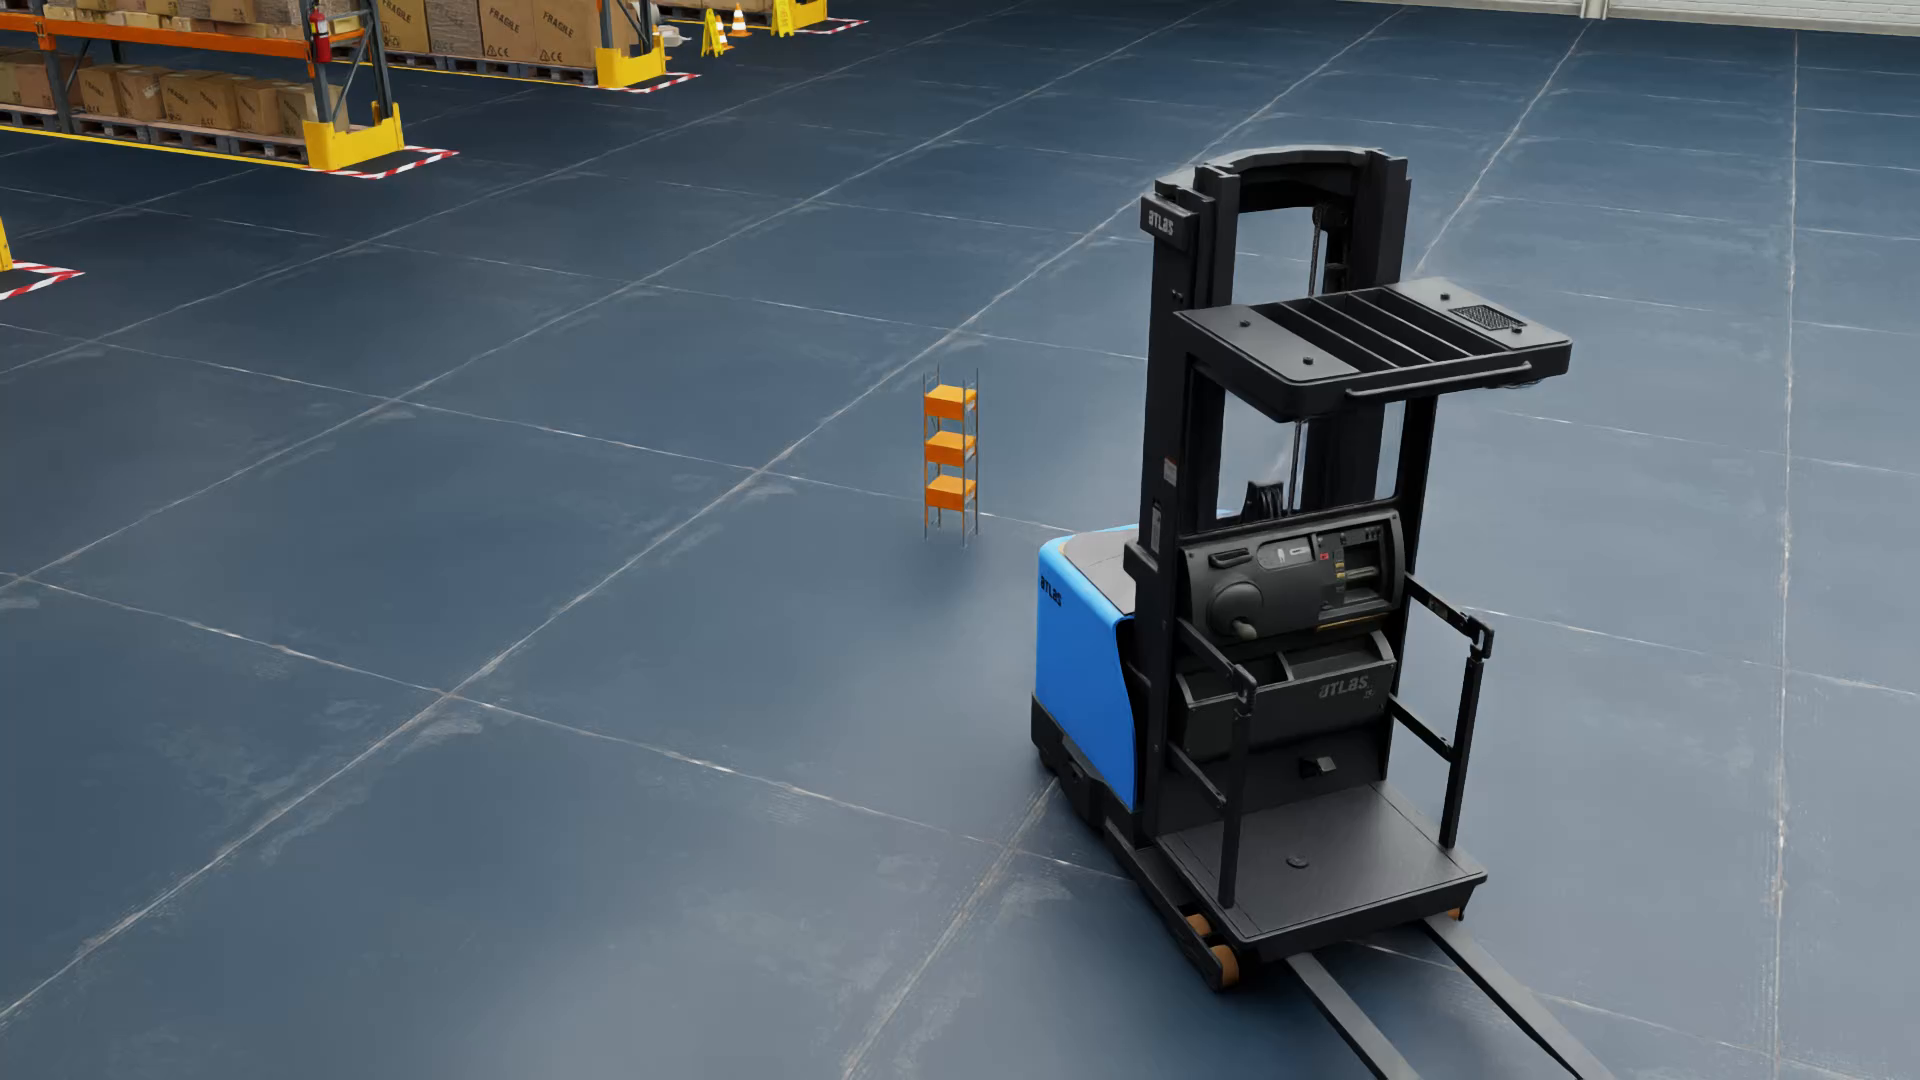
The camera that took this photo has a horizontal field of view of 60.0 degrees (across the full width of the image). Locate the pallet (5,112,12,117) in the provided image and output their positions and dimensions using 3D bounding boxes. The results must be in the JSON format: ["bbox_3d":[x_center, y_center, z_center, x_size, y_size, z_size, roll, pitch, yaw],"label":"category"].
[{"bbox_3d":[-12.014,-5.381,20.440,1.213,0.211,1.003,11,28,22],"label":"pallet"}]

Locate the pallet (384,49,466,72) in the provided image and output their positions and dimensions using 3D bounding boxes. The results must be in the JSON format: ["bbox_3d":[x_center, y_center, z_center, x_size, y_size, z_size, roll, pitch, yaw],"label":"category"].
[{"bbox_3d":[-7.385,-6.822,23.367,1.213,0.211,1.003,11,28,22],"label":"pallet"}]

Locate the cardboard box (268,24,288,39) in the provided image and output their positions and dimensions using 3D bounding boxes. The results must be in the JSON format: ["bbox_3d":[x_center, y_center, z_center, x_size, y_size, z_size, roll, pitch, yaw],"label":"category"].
[{"bbox_3d":[-7.121,-5.439,17.685,0.250,0.149,0.380,11,28,22],"label":"cardboard box"}]

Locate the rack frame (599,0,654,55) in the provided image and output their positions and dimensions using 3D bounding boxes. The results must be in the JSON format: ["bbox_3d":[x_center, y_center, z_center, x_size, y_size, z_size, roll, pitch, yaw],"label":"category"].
[{"bbox_3d":[-4.404,-7.512,21.612,0.127,3.000,1.000,11,28,22],"label":"rack frame"}]

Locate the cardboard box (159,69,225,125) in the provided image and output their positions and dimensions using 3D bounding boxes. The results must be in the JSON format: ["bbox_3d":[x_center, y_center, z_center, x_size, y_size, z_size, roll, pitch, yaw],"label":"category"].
[{"bbox_3d":[-8.720,-5.062,18.989,0.500,0.500,0.500,9,28,17],"label":"cardboard box"}]

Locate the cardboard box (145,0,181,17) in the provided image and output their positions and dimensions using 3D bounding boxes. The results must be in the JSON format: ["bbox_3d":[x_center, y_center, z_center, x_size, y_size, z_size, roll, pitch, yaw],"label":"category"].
[{"bbox_3d":[-8.431,-6.074,18.242,0.500,0.500,0.875,11,28,22],"label":"cardboard box"}]

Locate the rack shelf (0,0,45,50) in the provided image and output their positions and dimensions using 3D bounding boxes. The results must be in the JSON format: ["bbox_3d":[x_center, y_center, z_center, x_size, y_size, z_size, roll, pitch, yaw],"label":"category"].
[{"bbox_3d":[-12.011,-6.310,19.986,4.000,0.370,1.077,11,28,22],"label":"rack shelf"}]

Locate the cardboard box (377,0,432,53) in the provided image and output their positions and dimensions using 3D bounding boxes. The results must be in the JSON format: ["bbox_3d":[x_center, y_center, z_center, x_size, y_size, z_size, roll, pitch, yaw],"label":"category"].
[{"bbox_3d":[-7.501,-7.335,23.183,0.875,0.875,0.875,12,29,23],"label":"cardboard box"}]

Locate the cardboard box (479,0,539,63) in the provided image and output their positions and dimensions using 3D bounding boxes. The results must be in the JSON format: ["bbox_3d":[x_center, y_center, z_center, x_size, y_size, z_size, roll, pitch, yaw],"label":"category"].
[{"bbox_3d":[-5.850,-7.005,22.511,0.875,0.875,0.875,11,28,21],"label":"cardboard box"}]

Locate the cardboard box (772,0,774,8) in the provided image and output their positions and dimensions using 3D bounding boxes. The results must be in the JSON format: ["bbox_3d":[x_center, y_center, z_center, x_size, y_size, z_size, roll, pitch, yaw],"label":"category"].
[{"bbox_3d":[-3.067,-8.734,26.732,0.500,0.250,0.500,11,28,21],"label":"cardboard box"}]

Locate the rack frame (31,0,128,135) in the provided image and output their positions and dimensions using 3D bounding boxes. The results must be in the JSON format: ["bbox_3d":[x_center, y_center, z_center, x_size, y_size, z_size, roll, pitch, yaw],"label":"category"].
[{"bbox_3d":[-10.190,-6.268,19.084,0.127,3.000,1.000,11,28,22],"label":"rack frame"}]

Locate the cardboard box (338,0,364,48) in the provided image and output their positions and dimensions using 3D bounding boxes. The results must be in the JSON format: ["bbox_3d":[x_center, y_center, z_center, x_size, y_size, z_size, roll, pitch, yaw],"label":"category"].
[{"bbox_3d":[-8.647,-7.500,23.659,0.750,0.750,1.050,11,28,22],"label":"cardboard box"}]

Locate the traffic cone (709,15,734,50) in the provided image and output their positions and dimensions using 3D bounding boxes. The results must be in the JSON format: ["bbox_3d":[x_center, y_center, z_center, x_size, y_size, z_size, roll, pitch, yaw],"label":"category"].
[{"bbox_3d":[-3.522,-7.434,24.326,0.334,0.463,0.336,11,28,22],"label":"traffic cone"}]

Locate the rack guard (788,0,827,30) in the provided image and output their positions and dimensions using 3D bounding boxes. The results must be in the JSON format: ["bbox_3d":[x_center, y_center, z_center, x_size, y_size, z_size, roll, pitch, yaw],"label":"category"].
[{"bbox_3d":[-2.516,-8.413,26.272,0.348,0.500,1.175,11,28,22],"label":"rack guard"}]

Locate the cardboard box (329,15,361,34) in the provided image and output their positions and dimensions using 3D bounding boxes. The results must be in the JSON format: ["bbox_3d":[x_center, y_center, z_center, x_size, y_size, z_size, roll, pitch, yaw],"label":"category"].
[{"bbox_3d":[-6.710,-5.571,17.955,0.250,0.149,0.380,11,28,22],"label":"cardboard box"}]

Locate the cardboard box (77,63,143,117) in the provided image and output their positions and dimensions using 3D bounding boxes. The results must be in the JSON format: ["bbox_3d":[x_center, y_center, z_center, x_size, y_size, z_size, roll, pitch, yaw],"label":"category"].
[{"bbox_3d":[-9.843,-5.245,19.362,0.500,0.500,0.500,10,28,20],"label":"cardboard box"}]

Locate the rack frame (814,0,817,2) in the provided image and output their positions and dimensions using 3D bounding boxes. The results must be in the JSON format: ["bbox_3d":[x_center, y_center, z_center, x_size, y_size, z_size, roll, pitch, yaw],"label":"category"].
[{"bbox_3d":[-2.447,-9.521,25.692,0.127,3.000,1.000,11,28,22],"label":"rack frame"}]

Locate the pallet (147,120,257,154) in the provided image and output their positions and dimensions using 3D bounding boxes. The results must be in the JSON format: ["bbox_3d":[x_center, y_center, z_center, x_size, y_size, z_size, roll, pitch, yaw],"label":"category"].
[{"bbox_3d":[-8.450,-4.685,19.028,1.213,0.211,1.003,11,28,22],"label":"pallet"}]

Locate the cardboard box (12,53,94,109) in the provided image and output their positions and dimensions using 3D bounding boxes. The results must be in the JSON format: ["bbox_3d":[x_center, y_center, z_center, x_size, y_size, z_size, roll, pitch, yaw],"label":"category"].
[{"bbox_3d":[-10.740,-5.464,19.785,0.500,0.500,0.700,9,28,18],"label":"cardboard box"}]

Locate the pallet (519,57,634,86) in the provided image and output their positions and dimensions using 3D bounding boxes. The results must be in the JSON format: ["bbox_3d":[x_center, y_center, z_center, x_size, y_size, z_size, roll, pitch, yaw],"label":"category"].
[{"bbox_3d":[-5.164,-6.376,22.461,1.213,0.211,1.003,11,28,22],"label":"pallet"}]

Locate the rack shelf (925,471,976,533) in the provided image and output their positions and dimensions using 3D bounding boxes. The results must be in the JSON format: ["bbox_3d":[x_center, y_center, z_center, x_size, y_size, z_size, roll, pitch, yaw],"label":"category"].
[{"bbox_3d":[-0.049,-0.222,9.665,0.240,0.259,0.215,11,28,22],"label":"rack shelf"}]

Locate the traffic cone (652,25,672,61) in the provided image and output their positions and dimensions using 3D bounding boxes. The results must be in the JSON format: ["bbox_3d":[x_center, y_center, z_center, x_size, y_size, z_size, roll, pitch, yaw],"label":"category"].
[{"bbox_3d":[-4.299,-7.042,23.529,0.334,0.463,0.336,11,28,22],"label":"traffic cone"}]

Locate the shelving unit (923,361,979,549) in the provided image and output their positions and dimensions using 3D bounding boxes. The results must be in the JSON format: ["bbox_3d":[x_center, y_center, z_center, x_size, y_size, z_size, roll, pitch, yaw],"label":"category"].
[{"bbox_3d":[-0.049,-0.481,9.538,0.252,1.050,0.215,11,28,22],"label":"shelving unit"}]

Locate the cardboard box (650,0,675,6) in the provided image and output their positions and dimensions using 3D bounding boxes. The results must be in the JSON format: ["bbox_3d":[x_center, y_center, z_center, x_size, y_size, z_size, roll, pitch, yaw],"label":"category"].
[{"bbox_3d":[-4.688,-8.802,26.869,0.500,0.250,0.500,11,28,21],"label":"cardboard box"}]

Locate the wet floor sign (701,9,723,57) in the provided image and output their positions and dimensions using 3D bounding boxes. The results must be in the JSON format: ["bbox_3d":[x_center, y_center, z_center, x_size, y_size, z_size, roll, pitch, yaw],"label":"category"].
[{"bbox_3d":[-3.558,-7.247,23.738,0.232,0.644,0.267,6,27,13],"label":"wet floor sign"}]

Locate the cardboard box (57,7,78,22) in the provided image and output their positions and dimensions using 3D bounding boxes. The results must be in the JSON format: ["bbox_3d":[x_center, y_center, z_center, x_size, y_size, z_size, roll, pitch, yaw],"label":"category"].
[{"bbox_3d":[-9.897,-5.944,18.711,0.250,0.149,0.380,11,28,22],"label":"cardboard box"}]

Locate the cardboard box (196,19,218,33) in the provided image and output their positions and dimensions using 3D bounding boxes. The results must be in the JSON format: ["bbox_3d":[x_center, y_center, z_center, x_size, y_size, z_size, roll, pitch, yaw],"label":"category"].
[{"bbox_3d":[-8.038,-5.615,18.042,0.250,0.149,0.380,11,28,22],"label":"cardboard box"}]

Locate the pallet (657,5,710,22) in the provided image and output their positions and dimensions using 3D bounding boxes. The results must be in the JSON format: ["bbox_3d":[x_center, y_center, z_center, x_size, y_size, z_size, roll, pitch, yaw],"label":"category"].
[{"bbox_3d":[-4.347,-8.670,27.121,1.213,0.211,1.003,11,28,22],"label":"pallet"}]

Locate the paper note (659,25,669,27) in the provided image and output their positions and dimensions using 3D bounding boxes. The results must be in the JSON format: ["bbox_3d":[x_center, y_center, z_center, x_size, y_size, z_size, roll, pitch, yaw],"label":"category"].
[{"bbox_3d":[-4.656,-8.082,26.131,0.148,0.019,0.142,2,26,4],"label":"paper note"}]

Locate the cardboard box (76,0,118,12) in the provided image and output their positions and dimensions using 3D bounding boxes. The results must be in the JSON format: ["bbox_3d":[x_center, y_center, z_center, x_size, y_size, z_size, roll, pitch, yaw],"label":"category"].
[{"bbox_3d":[-9.365,-6.233,18.564,0.500,0.500,0.875,11,28,22],"label":"cardboard box"}]

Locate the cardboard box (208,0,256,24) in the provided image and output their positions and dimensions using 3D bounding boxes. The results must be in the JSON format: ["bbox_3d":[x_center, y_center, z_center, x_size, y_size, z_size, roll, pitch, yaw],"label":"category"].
[{"bbox_3d":[-7.543,-5.869,17.825,0.500,0.500,0.875,11,28,22],"label":"cardboard box"}]

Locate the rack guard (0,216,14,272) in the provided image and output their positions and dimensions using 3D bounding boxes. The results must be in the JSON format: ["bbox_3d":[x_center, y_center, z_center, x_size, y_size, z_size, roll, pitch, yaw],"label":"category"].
[{"bbox_3d":[-8.688,-2.418,14.096,0.348,0.500,1.175,11,28,22],"label":"rack guard"}]

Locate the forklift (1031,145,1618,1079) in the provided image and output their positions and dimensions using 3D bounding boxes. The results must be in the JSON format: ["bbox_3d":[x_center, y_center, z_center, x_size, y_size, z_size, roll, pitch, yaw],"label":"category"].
[{"bbox_3d":[1.346,0.174,6.078,1.130,2.935,3.031,-10,28,-19],"label":"forklift"}]

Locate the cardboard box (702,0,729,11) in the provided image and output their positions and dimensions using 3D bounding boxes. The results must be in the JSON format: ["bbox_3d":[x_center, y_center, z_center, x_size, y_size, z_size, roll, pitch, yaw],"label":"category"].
[{"bbox_3d":[-3.762,-8.613,26.486,0.500,0.250,0.500,11,28,22],"label":"cardboard box"}]

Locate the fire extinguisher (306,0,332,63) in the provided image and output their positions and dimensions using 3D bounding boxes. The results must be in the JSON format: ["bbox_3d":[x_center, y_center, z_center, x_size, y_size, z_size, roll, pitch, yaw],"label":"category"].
[{"bbox_3d":[-6.635,-5.295,17.197,0.183,0.674,0.296,11,28,22],"label":"fire extinguisher"}]

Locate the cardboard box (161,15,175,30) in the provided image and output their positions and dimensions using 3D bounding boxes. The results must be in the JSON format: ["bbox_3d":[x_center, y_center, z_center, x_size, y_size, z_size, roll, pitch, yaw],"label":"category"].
[{"bbox_3d":[-8.502,-5.698,18.212,0.250,0.149,0.380,11,28,22],"label":"cardboard box"}]

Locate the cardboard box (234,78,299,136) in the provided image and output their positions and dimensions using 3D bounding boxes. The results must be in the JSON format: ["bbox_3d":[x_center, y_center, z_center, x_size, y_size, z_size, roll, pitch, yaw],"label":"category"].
[{"bbox_3d":[-7.669,-4.820,18.498,0.500,0.500,0.500,20,33,35],"label":"cardboard box"}]

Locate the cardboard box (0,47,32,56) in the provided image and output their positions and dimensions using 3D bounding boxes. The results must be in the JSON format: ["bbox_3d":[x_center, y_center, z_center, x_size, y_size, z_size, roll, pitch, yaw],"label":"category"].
[{"bbox_3d":[-11.676,-5.661,20.185,0.500,0.500,0.700,9,28,17],"label":"cardboard box"}]

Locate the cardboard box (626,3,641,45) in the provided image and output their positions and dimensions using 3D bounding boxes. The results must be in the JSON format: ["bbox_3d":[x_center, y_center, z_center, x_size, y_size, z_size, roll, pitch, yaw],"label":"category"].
[{"bbox_3d":[-5.094,-7.704,24.828,0.637,0.503,0.797,-7,27,-14],"label":"cardboard box"}]

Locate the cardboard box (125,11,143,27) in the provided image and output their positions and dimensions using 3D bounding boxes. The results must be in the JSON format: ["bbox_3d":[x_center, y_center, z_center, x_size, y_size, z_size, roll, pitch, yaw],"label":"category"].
[{"bbox_3d":[-8.971,-5.776,18.370,0.250,0.149,0.380,11,28,22],"label":"cardboard box"}]

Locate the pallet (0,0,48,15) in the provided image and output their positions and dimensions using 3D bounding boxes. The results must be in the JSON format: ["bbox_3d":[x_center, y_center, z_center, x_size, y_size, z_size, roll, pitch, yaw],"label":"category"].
[{"bbox_3d":[-10.826,-6.380,19.529,1.213,0.211,1.003,11,28,22],"label":"pallet"}]

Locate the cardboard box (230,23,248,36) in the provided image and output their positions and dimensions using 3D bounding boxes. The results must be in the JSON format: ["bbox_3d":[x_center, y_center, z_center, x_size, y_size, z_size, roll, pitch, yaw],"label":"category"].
[{"bbox_3d":[-7.591,-5.515,17.841,0.250,0.149,0.380,11,28,22],"label":"cardboard box"}]

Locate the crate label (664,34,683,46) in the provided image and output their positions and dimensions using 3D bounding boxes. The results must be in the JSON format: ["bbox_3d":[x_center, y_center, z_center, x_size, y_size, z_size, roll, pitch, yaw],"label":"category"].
[{"bbox_3d":[-4.263,-7.407,24.639,0.298,0.136,0.250,-2,26,-5],"label":"crate label"}]

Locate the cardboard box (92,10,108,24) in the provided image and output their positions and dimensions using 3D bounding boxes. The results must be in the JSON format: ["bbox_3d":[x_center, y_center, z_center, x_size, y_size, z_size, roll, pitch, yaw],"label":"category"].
[{"bbox_3d":[-9.426,-5.867,18.555,0.250,0.149,0.380,11,28,22],"label":"cardboard box"}]

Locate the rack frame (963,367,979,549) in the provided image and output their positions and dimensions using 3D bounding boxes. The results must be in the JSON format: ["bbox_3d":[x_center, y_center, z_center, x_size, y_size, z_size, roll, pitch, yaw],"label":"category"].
[{"bbox_3d":[0.062,-0.458,9.493,0.008,1.050,0.200,11,28,22],"label":"rack frame"}]
